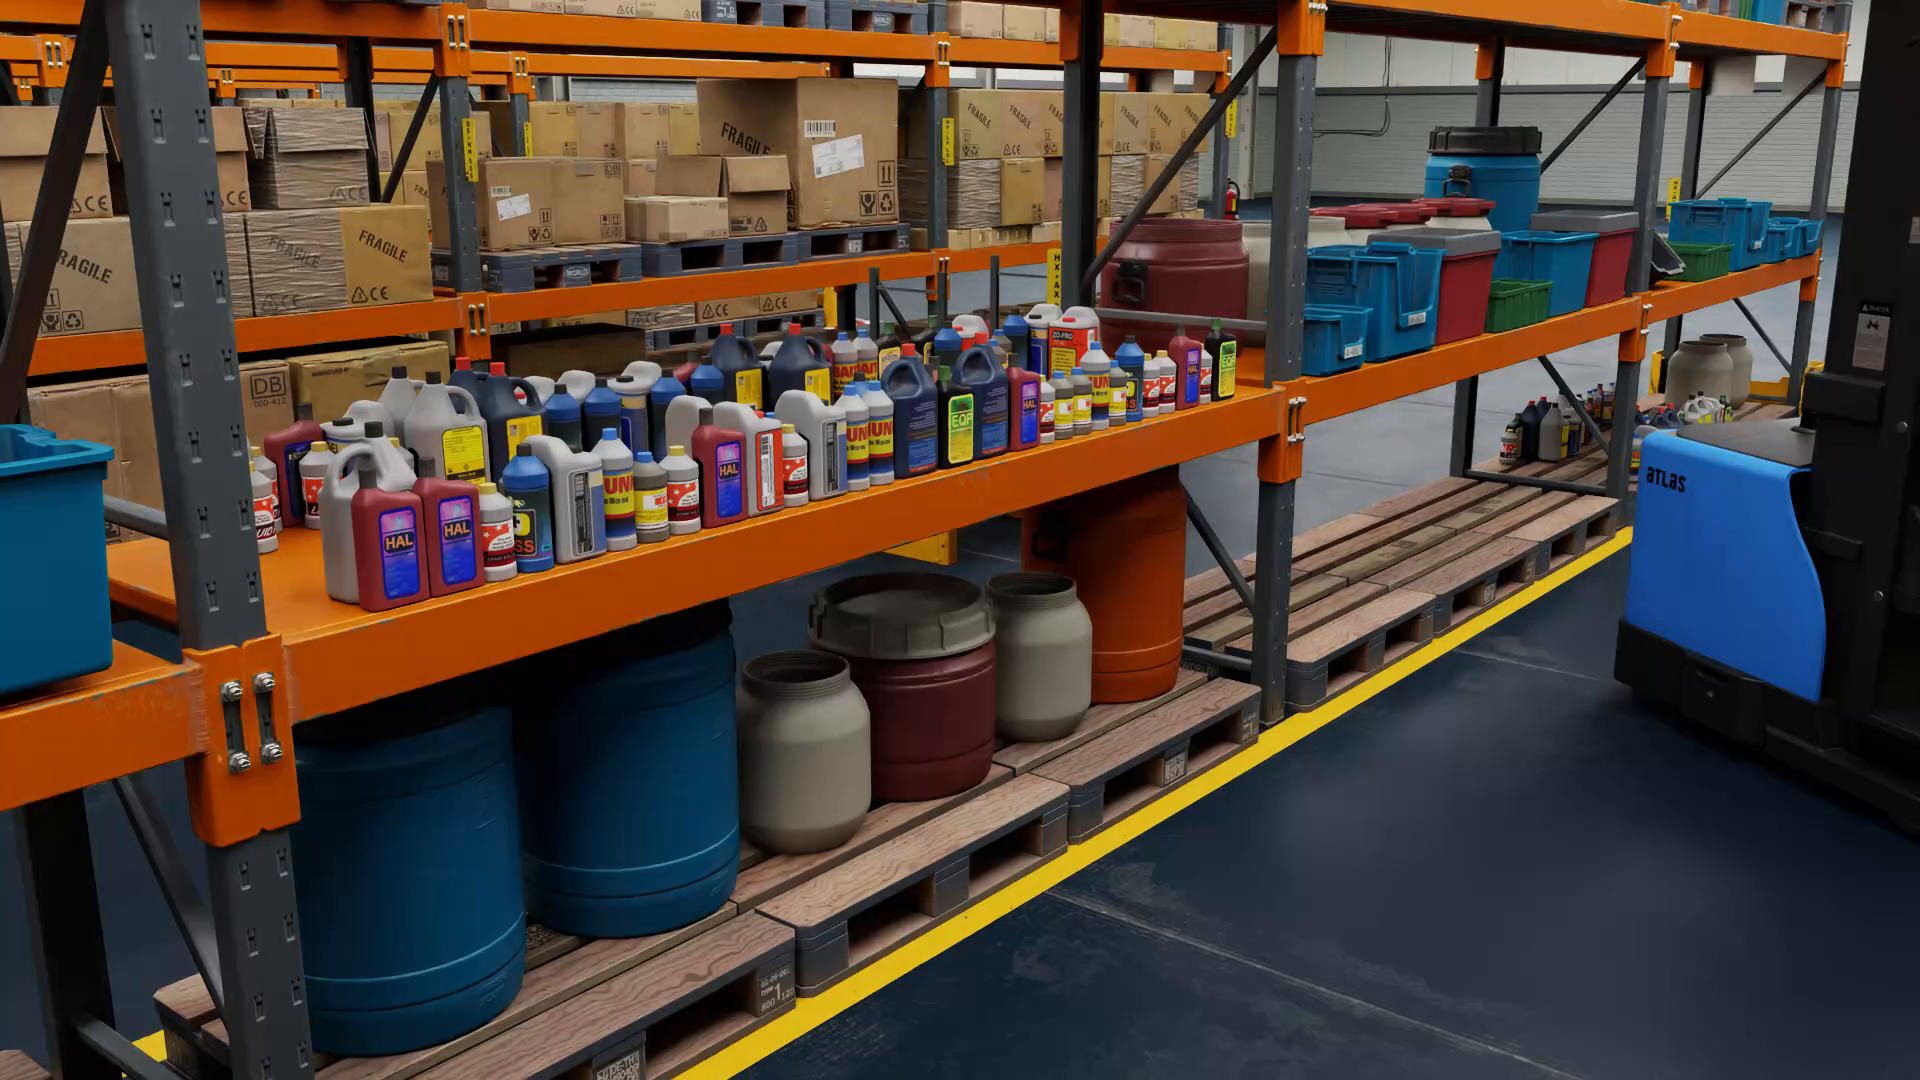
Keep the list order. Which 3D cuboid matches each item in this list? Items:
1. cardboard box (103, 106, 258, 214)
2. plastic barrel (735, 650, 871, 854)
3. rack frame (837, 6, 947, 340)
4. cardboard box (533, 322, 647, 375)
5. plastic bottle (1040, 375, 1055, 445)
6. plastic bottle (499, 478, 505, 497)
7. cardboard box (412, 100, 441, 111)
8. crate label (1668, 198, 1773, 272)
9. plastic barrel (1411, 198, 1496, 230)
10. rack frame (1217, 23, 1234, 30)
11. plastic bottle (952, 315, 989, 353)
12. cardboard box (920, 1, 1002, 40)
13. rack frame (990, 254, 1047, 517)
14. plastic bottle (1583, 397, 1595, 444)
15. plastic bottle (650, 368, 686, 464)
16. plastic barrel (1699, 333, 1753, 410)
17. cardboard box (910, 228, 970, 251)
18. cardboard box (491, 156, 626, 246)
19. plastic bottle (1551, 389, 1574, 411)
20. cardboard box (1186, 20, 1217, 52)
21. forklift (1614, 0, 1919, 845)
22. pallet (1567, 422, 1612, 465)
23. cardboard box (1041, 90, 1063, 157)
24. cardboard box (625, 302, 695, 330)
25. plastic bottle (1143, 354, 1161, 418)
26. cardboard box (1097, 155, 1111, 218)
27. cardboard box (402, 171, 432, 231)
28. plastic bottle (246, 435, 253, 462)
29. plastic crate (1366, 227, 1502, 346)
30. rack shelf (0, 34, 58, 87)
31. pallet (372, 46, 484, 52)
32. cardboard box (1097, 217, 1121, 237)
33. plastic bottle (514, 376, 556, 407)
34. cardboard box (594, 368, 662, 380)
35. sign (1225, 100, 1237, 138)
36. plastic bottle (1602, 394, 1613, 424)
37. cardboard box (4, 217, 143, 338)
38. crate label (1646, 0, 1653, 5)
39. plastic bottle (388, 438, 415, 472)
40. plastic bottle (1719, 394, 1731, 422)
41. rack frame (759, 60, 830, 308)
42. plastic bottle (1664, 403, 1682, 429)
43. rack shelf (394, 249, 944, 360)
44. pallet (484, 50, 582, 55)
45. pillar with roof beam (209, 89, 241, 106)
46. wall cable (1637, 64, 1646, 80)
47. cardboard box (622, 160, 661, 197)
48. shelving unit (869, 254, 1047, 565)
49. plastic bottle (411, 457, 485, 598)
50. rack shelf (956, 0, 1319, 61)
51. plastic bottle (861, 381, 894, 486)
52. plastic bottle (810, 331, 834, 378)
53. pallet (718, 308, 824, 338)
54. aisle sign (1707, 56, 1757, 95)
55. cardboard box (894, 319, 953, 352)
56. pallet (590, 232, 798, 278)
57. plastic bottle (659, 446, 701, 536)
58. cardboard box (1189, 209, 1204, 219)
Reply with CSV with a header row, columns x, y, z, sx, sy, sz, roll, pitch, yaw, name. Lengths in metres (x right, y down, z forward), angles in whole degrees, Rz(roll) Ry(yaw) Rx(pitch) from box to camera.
x,y,z,sx,sy,sz,roll,pitch,yaw,name
-3.917,-1.866,8.136,0.797,0.503,0.637,12,18,39,cardboard box
-0.470,0.610,4.829,0.421,0.512,0.421,0,14,0,plastic barrel
-0.519,-2.359,12.318,1.000,3.000,0.127,11,18,38,rack frame
-2.310,-1.194,10.393,0.500,0.250,0.500,-14,20,-43,cardboard box
0.237,-0.393,4.981,0.097,0.201,0.097,0,14,0,plastic bottle
-0.986,-0.080,3.749,0.097,0.201,0.097,0,14,0,plastic bottle
-6.429,-4.995,19.856,0.700,0.500,0.500,11,18,37,cardboard box
4.901,-1.982,10.759,0.502,0.435,0.616,11,18,38,crate label
2.561,-1.509,8.696,0.433,0.535,0.433,0,14,0,plastic barrel
1.995,-6.033,14.595,1.000,3.000,0.127,11,18,38,rack frame
0.005,-0.645,5.822,0.152,0.276,0.135,11,18,38,plastic bottle
-0.037,-3.787,12.150,0.500,0.250,0.500,10,18,35,cardboard box
0.373,-0.841,9.386,0.500,1.500,0.032,11,18,38,rack frame
4.026,-0.770,10.686,0.061,0.283,0.133,11,18,38,plastic bottle
-0.813,-0.345,4.650,0.097,0.271,0.097,0,14,0,plastic bottle
5.493,-1.219,12.028,0.421,0.512,0.421,0,14,0,plastic barrel
-0.150,-2.232,12.328,0.380,0.149,0.250,11,18,38,cardboard box
-2.452,-2.077,10.152,0.500,0.500,0.700,-13,19,-41,cardboard box
3.837,-0.789,10.622,0.144,0.351,0.185,11,18,37,plastic bottle
1.889,-4.375,14.464,0.500,0.250,0.500,12,18,39,cardboard box
3.542,-0.495,5.119,1.130,2.935,3.031,-4,15,-17,forklift
4.554,-0.598,11.049,1.003,0.211,1.213,11,18,38,pallet
0.589,-3.275,13.085,0.500,0.500,0.500,11,18,38,cardboard box
-3.300,-2.603,16.739,0.875,0.875,0.875,11,18,38,cardboard box
0.604,-0.505,5.422,0.097,0.201,0.097,0,14,0,plastic bottle
0.736,-2.919,13.716,0.875,0.500,0.500,11,18,38,cardboard box
-4.751,-2.957,14.466,0.500,0.500,0.500,11,18,37,cardboard box
-1.699,-0.126,3.779,0.152,0.276,0.135,11,18,38,plastic bottle
2.073,-1.120,7.309,0.402,0.464,0.583,11,18,38,plastic crate
-8.085,-3.102,10.611,1.077,0.370,4.000,11,18,38,rack shelf
-4.851,-4.324,14.348,0.805,0.209,1.217,10,18,35,pallet
1.115,-2.613,13.829,0.380,0.149,0.250,11,18,38,cardboard box
-1.152,-0.293,4.435,0.152,0.276,0.135,11,18,38,plastic bottle
-2.289,-0.835,10.499,0.700,0.500,0.500,9,17,33,cardboard box
2.414,-3.750,14.799,0.100,0.325,0.005,11,18,38,sign
4.400,-0.897,11.351,0.097,0.201,0.097,0,14,0,plastic bottle
-4.113,-1.217,7.618,0.500,0.500,0.500,12,18,39,cardboard box
4.414,-3.433,10.755,0.502,0.251,0.408,11,18,38,crate label
-1.360,-0.144,4.002,0.097,0.201,0.097,0,14,0,plastic bottle
4.975,-0.811,10.846,0.061,0.283,0.133,12,18,39,plastic bottle
-1.800,-3.912,18.431,1.000,3.000,0.127,11,18,38,rack frame
4.282,-0.649,10.071,0.144,0.351,0.185,10,18,35,plastic bottle
-1.776,-1.628,10.899,1.077,0.370,4.000,11,18,38,rack shelf
-3.791,-4.712,15.667,1.003,0.211,1.213,11,18,38,pallet
-7.367,-7.674,21.054,9.100,9.000,0.400,11,18,38,pillar with roof beam
18.394,-14.621,41.494,2.305,6.003,0.169,11,18,38,wall cable
-3.332,-3.485,16.446,0.875,0.550,0.550,11,18,38,cardboard box
0.048,-0.742,8.996,0.587,1.500,1.083,11,18,38,shelving unit
-1.049,-0.034,3.401,0.061,0.283,0.133,11,18,38,plastic bottle
-0.438,-1.549,4.497,1.077,0.370,4.000,11,18,38,rack shelf
-0.225,-0.286,4.419,0.097,0.271,0.097,0,14,0,plastic bottle
-0.466,-0.523,5.327,0.061,0.283,0.133,11,18,38,plastic bottle
-2.241,-2.395,18.124,1.003,0.211,1.213,11,18,38,pallet
5.665,-3.678,12.229,0.394,0.787,0.004,11,18,38,aisle sign
-0.237,-1.422,12.851,0.500,0.500,0.500,11,18,36,cardboard box
-1.821,-1.886,10.843,1.003,0.211,1.213,11,18,38,pallet
-0.661,-0.119,3.904,0.097,0.201,0.097,0,14,0,plastic bottle
1.976,-2.917,15.024,0.380,0.149,0.250,11,18,38,cardboard box
